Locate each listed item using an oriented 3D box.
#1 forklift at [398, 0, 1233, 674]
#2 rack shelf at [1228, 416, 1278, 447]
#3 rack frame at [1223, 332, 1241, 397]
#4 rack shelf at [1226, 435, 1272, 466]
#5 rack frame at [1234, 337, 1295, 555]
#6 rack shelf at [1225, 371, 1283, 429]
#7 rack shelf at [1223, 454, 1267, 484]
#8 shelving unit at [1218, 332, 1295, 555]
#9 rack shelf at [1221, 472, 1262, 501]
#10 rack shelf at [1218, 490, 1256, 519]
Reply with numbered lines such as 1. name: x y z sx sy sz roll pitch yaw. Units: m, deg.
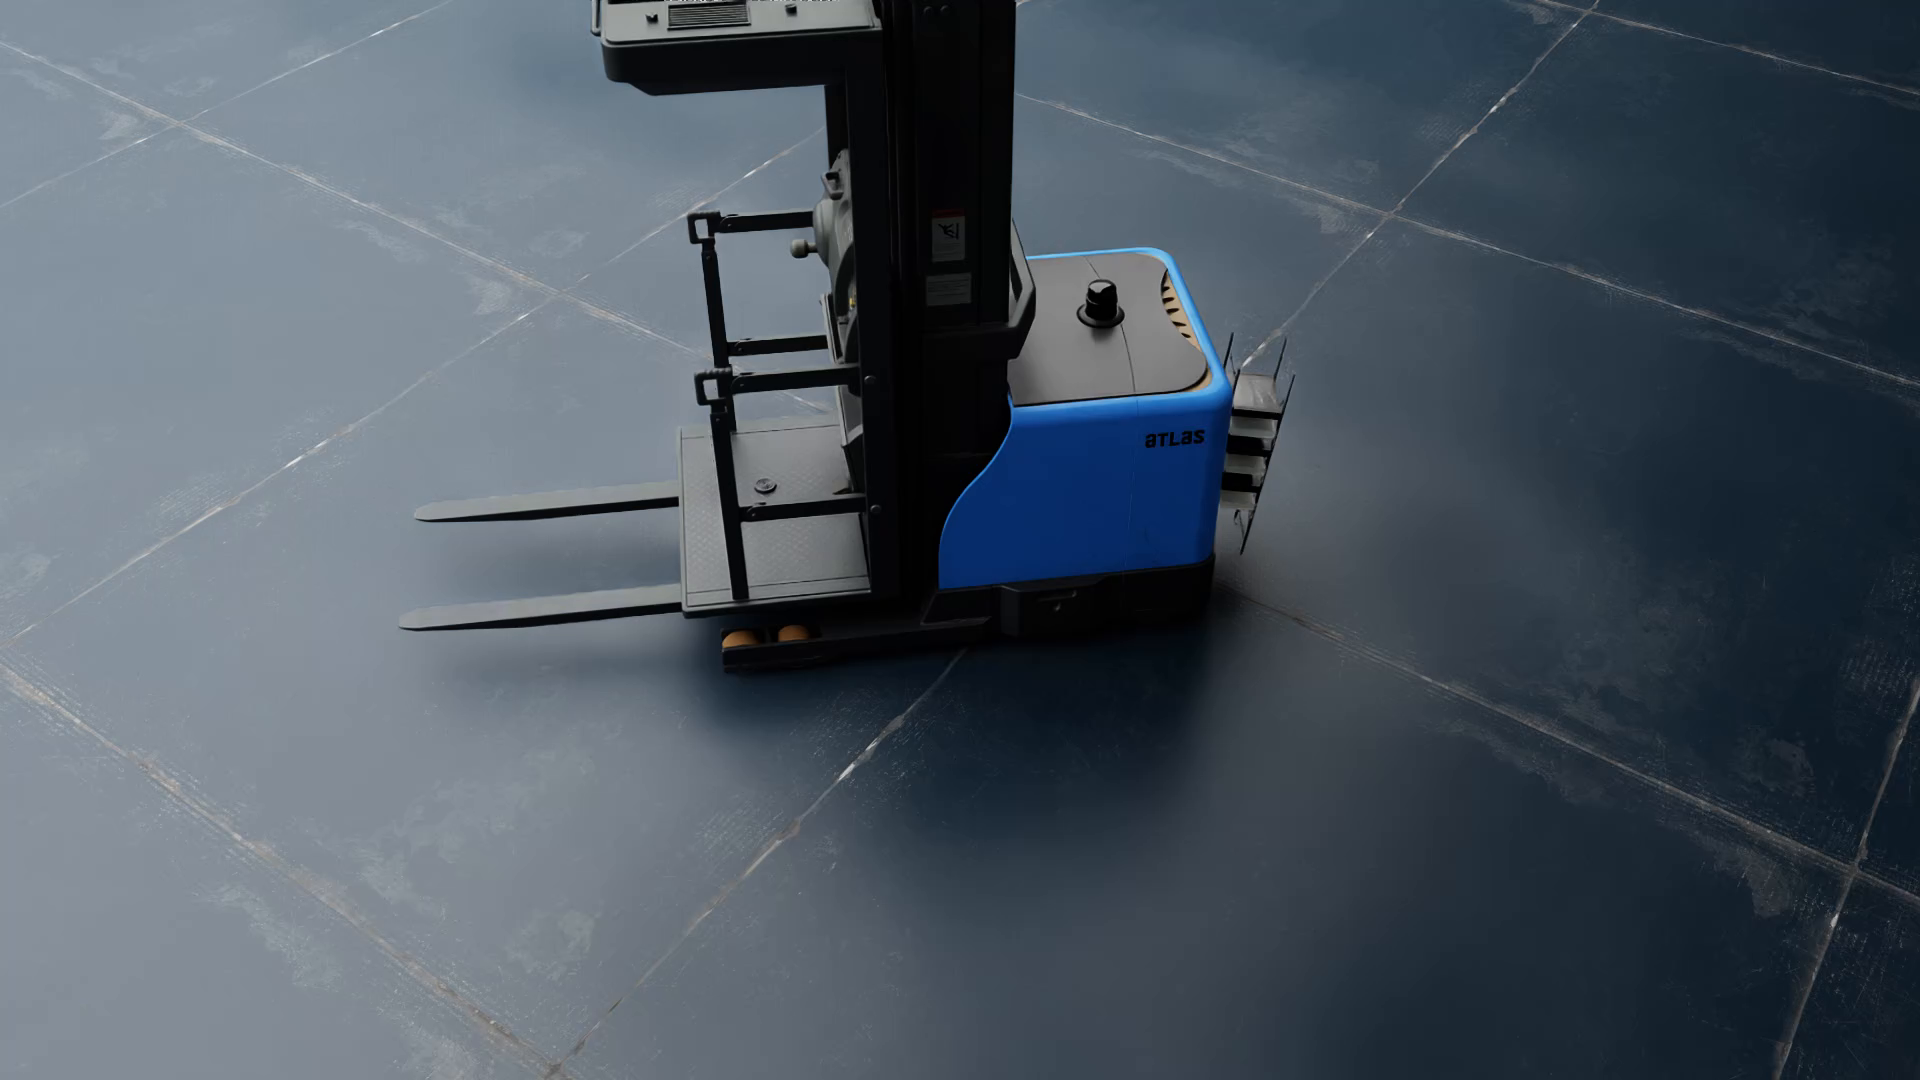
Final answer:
1. forklift: -0.598 -0.973 5.639 3.031 2.935 1.130 -6 42 -6
2. rack shelf: 1.093 -0.470 6.368 0.200 0.077 0.258 5 42 -4
3. rack frame: 0.977 -0.369 6.459 0.006 0.900 0.240 5 42 -4
4. rack shelf: 1.084 -0.403 6.428 0.200 0.077 0.258 5 42 -4
5. rack frame: 1.179 -0.353 6.472 0.006 0.900 0.240 5 42 -4
6. rack shelf: 1.102 -0.536 6.309 0.200 0.077 0.258 5 42 -4
7. rack shelf: 1.075 -0.336 6.488 0.200 0.077 0.258 5 42 -4
8. shelving unit: 1.078 -0.361 6.466 0.210 0.900 0.258 5 42 -4
9. rack shelf: 1.065 -0.270 6.548 0.200 0.077 0.258 5 42 -4
10. rack shelf: 1.056 -0.203 6.607 0.200 0.077 0.258 5 42 -4
